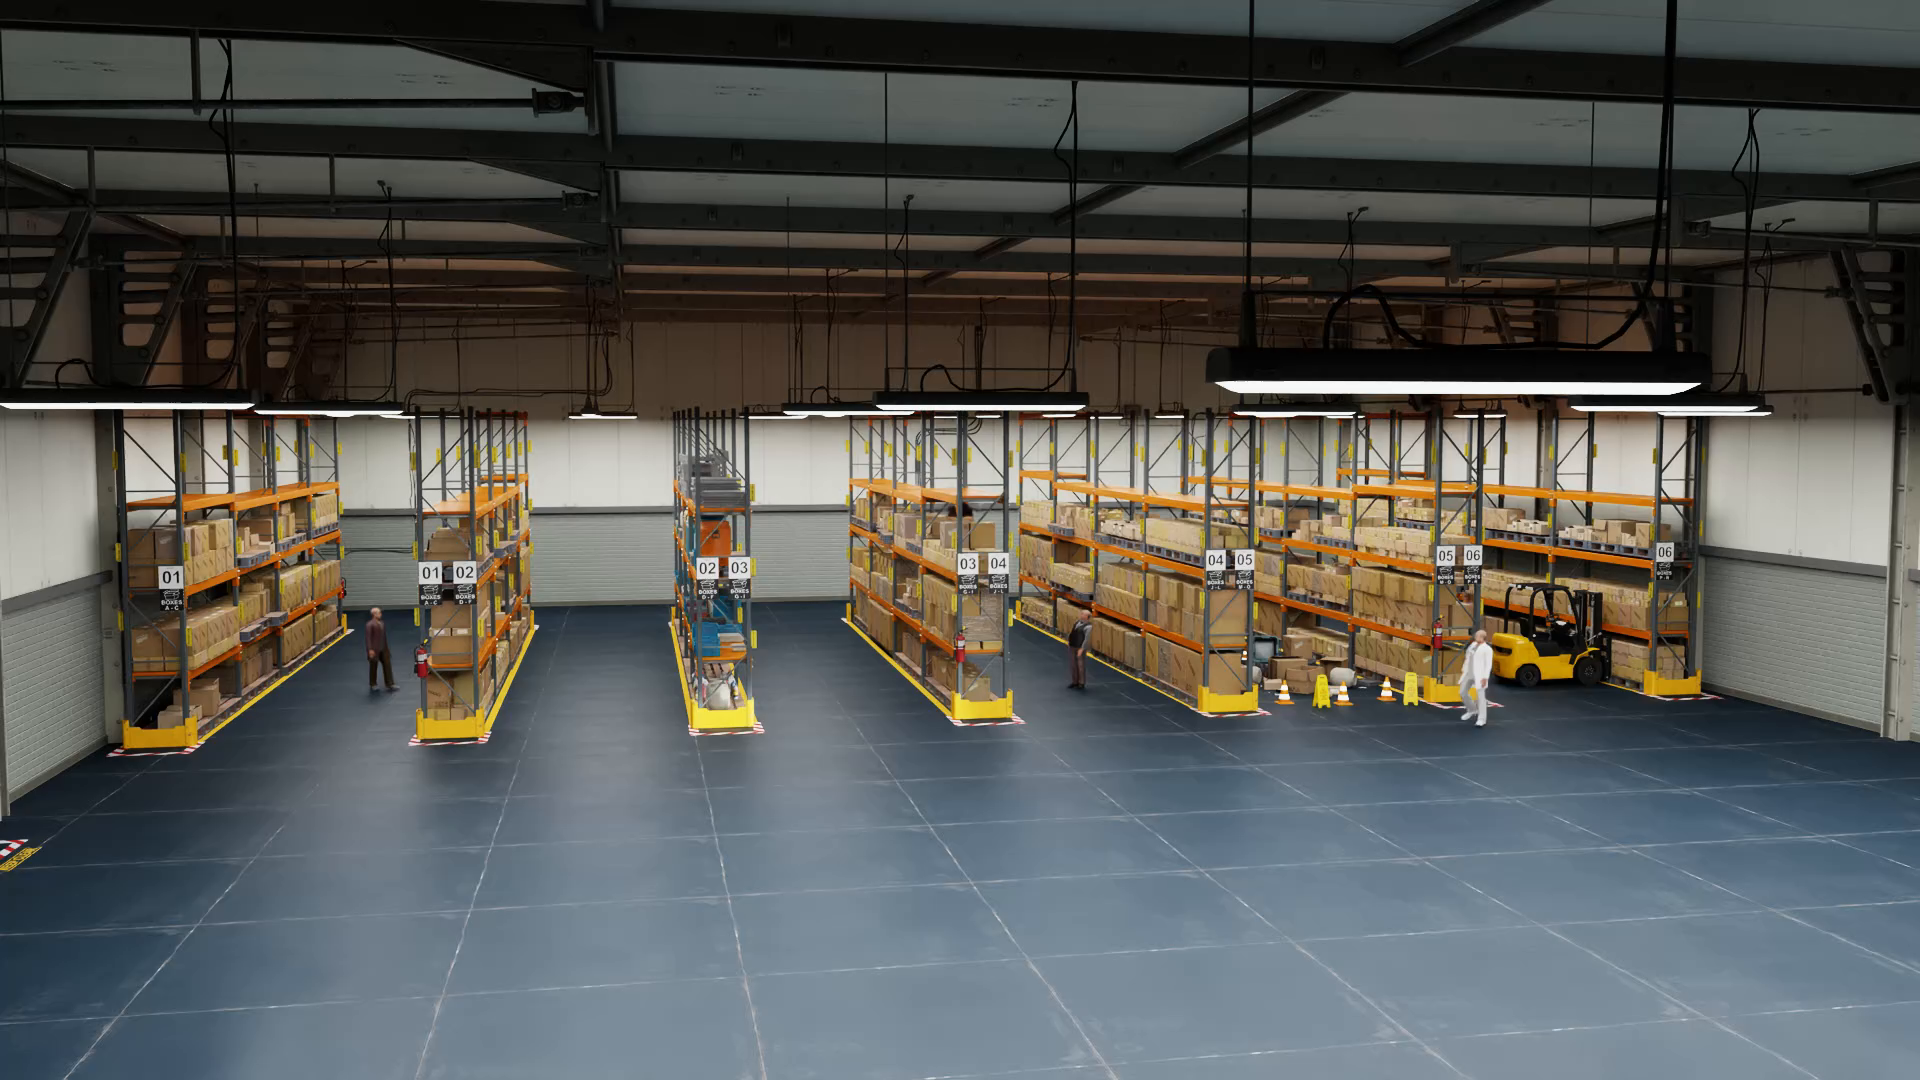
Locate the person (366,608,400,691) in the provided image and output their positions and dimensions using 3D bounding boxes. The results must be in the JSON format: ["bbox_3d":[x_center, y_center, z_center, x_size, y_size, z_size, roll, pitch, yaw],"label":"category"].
[{"bbox_3d":[-12.342,2.325,35.338,0.696,1.771,0.603,3,5,38],"label":"person"}]

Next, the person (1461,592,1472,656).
[{"bbox_3d":[12.206,2.053,40.218,0.461,1.592,0.477,1,4,15],"label":"person"}]

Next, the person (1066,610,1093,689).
[{"bbox_3d":[2.528,2.355,35.719,0.488,1.733,0.668,-4,6,-43],"label":"person"}]

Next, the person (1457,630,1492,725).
[{"bbox_3d":[9.777,2.585,31.515,0.547,1.777,0.663,-3,5,-39],"label":"person"}]
